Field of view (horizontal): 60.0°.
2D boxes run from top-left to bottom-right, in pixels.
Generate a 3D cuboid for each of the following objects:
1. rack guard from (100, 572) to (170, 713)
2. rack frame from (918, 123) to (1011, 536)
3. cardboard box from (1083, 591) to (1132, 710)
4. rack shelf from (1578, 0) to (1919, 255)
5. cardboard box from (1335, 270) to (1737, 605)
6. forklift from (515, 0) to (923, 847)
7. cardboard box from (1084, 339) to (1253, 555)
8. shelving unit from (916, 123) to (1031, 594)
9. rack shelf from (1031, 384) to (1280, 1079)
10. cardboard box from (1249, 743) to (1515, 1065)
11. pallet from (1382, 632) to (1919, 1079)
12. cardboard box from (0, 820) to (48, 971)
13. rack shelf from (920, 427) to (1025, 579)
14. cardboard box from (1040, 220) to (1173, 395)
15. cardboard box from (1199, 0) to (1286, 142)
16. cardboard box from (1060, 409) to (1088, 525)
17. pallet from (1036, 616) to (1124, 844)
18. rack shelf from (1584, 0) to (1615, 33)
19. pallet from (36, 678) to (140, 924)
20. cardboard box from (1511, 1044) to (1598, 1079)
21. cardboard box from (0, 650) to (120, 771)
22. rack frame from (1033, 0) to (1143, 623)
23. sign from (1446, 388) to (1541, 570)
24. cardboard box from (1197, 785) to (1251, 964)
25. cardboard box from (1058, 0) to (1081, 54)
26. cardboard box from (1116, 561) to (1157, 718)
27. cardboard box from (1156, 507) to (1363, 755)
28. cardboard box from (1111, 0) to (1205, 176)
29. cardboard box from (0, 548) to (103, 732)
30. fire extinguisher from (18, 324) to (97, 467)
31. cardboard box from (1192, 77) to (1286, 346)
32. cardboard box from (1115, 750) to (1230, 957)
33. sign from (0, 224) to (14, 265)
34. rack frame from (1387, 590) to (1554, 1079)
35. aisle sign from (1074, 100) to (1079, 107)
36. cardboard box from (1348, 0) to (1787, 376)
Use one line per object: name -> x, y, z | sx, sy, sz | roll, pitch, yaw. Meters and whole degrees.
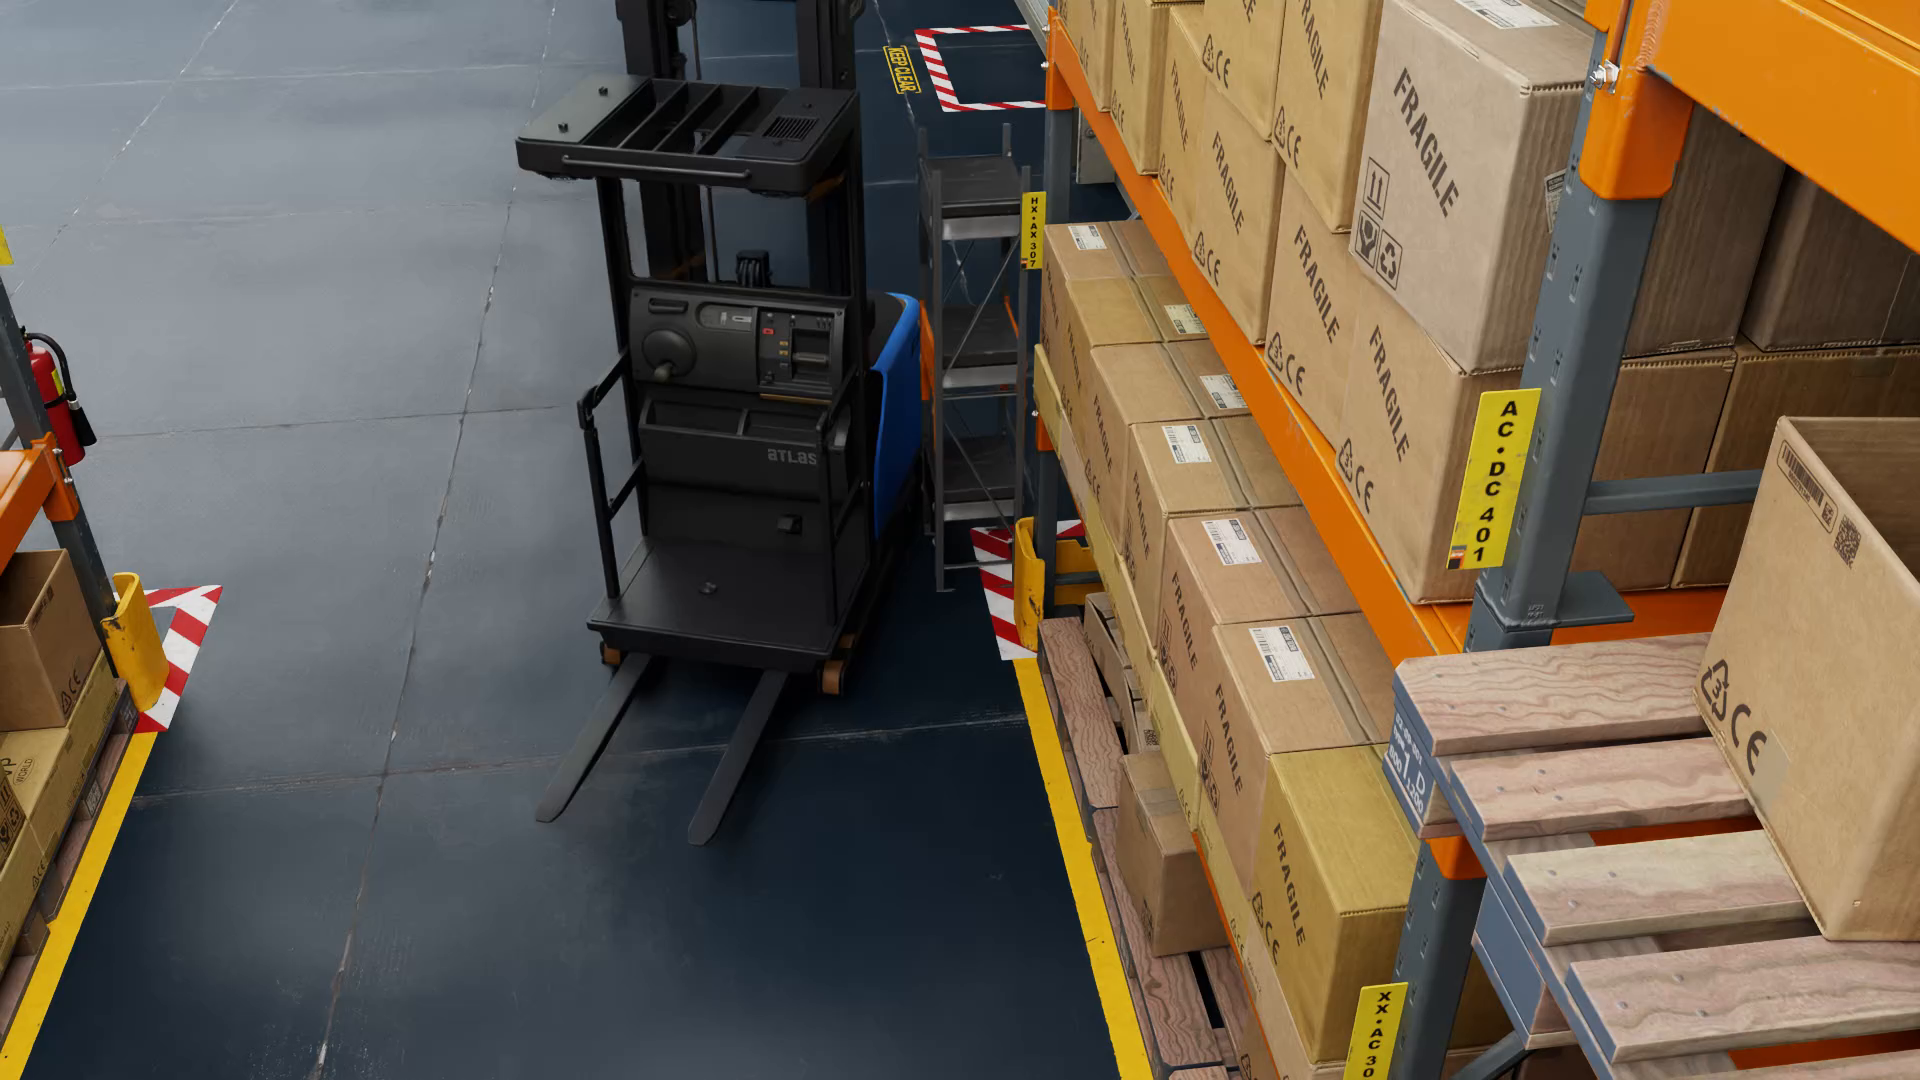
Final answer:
rack guard -> -4.078, 0.482, 7.099 | 1.175, 0.500, 0.348 | -4, 35, -6
rack frame -> 0.020, -0.905, 7.713 | 0.400, 2.100, 0.015 | -4, 35, -7
cardboard box -> 0.837, 0.408, 6.985 | 0.500, 0.311, 0.500 | -8, 35, -12
rack shelf -> 1.640, 0.417, 0.641 | 1.077, 0.370, 4.000 | -4, 35, -6
cardboard box -> 1.058, -0.236, 3.163 | 0.500, 0.500, 0.500 | -3, 34, -5
forklift -> -0.973, -0.762, 6.766 | 1.130, 2.935, 3.031 | 7, 35, 10
cardboard box -> 0.719, -0.316, 5.500 | 0.500, 0.500, 0.500 | -5, 35, -8
shelving unit -> 0.054, -0.769, 7.513 | 0.431, 2.100, 0.503 | -4, 35, -7
rack shelf -> 1.102, 0.499, 5.493 | 1.077, 0.370, 4.000 | -4, 35, -6
cardboard box -> 1.001, 0.821, 3.831 | 0.500, 0.500, 0.500 | -4, 35, -6
pallet -> 1.348, 0.508, 2.344 | 1.213, 0.211, 1.003 | -4, 35, -6
cardboard box -> -3.562, 1.259, 5.807 | 0.500, 0.250, 0.500 | -4, 35, -6
rack shelf -> 0.054, -0.179, 7.915 | 0.431, 0.518, 0.480 | -4, 35, -7
cardboard box -> 0.599, -0.882, 6.330 | 0.500, 0.500, 0.500 | -4, 35, -6
cardboard box -> 0.870, -1.240, 3.747 | 0.500, 0.500, 0.500 | -6, 35, -8
cardboard box -> 0.668, -0.276, 6.107 | 0.500, 0.250, 0.500 | -5, 35, -8
pallet -> 0.917, 0.736, 6.982 | 1.003, 0.211, 1.213 | -4, 35, -6
rack shelf -> 1.102, -1.979, 3.805 | 1.077, 0.370, 4.000 | -4, 35, -6
pallet -> -3.931, 1.038, 6.539 | 1.003, 0.211, 1.213 | -4, 35, -6
cardboard box -> 1.520, 1.093, 4.098 | 0.500, 0.250, 0.500 | -4, 34, -6
cardboard box -> -3.710, 0.702, 6.625 | 0.500, 0.250, 0.500 | -4, 35, -6
rack frame -> 0.833, -0.915, 6.929 | 1.000, 3.000, 0.127 | -4, 35, -6
sign -> 0.834, -0.090, 2.596 | 0.100, 0.325, 0.005 | -4, 35, -6
cardboard box -> 0.948, 0.851, 4.453 | 0.500, 0.250, 0.500 | -4, 35, -6
cardboard box -> 0.630, -1.998, 5.748 | 0.500, 0.500, 0.500 | -4, 34, -5
cardboard box -> 0.796, 0.291, 5.275 | 0.500, 0.250, 0.500 | -4, 34, -6
cardboard box -> 0.871, 0.261, 4.653 | 0.500, 0.500, 0.500 | -5, 35, -8
cardboard box -> 0.741, -1.406, 4.880 | 0.500, 0.500, 0.500 | -3, 34, -4
cardboard box -> -3.708, 0.392, 6.414 | 0.500, 0.500, 0.500 | -4, 35, -6
fire extinguisher -> -3.631, -0.607, 6.545 | 0.296, 0.674, 0.183 | -4, 35, -6
cardboard box -> 0.891, -0.824, 4.026 | 0.500, 0.500, 0.500 | -6, 35, -8
cardboard box -> 0.963, 1.061, 5.859 | 0.700, 0.500, 0.500 | -6, 35, -9
sign -> -3.536, -1.147, 6.031 | 0.100, 0.325, 0.005 | -4, 35, -6
rack frame -> 1.371, 1.317, 3.653 | 1.000, 3.000, 0.127 | -4, 35, -6
aisle sign -> 0.526, -2.006, 6.222 | 0.394, 0.787, 0.004 | -4, 35, -6
cardboard box -> 1.035, -0.644, 2.873 | 0.500, 0.500, 0.500 | -7, 35, -10
